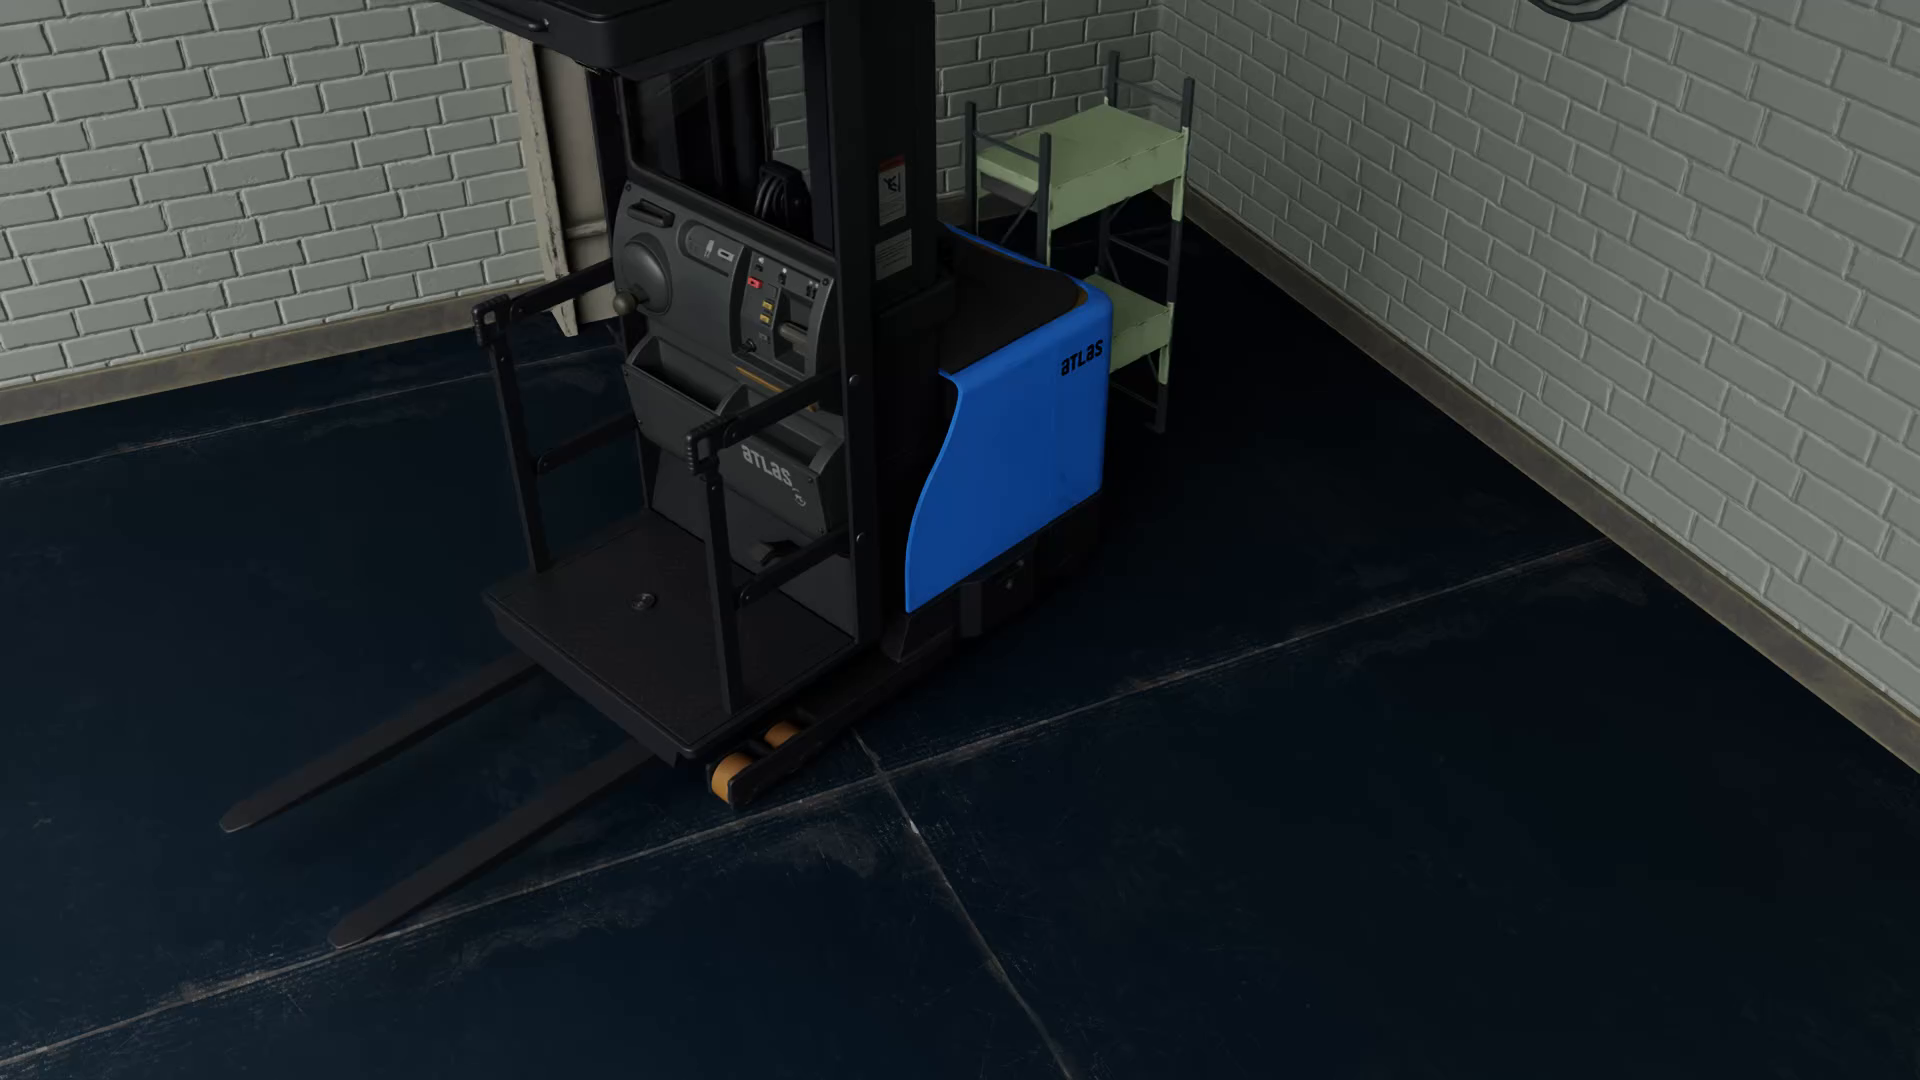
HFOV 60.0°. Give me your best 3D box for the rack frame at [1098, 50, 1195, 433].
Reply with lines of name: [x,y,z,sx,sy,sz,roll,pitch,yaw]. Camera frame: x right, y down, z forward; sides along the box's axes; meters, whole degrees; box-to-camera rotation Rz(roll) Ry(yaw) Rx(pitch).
rack frame: [0.699,-1.133,6.518,0.023,1.500,0.400,-29,45,-33]

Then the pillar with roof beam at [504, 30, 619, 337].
pillar with roof beam: [0.173,-2.339,1.849,0.400,9.000,9.100,-16,39,-20]

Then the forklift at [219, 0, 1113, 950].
forklift: [-0.849,-0.702,4.736,1.130,2.935,3.031,30,46,34]

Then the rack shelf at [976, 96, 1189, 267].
rack shelf: [0.431,-1.298,6.086,0.720,0.370,0.431,-29,45,-33]

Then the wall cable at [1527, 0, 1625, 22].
wall cable: [1.572,-3.446,5.948,0.112,2.526,3.097,-16,39,-20]

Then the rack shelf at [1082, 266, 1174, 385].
rack shelf: [0.431,-0.723,6.513,0.720,0.370,0.431,-29,45,-33]

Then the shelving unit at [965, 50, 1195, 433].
shelving unit: [0.431,-0.985,6.319,0.755,1.500,0.431,-29,45,-33]

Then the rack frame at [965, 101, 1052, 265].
rack frame: [0.163,-0.836,6.119,0.023,1.500,0.400,-29,45,-33]
